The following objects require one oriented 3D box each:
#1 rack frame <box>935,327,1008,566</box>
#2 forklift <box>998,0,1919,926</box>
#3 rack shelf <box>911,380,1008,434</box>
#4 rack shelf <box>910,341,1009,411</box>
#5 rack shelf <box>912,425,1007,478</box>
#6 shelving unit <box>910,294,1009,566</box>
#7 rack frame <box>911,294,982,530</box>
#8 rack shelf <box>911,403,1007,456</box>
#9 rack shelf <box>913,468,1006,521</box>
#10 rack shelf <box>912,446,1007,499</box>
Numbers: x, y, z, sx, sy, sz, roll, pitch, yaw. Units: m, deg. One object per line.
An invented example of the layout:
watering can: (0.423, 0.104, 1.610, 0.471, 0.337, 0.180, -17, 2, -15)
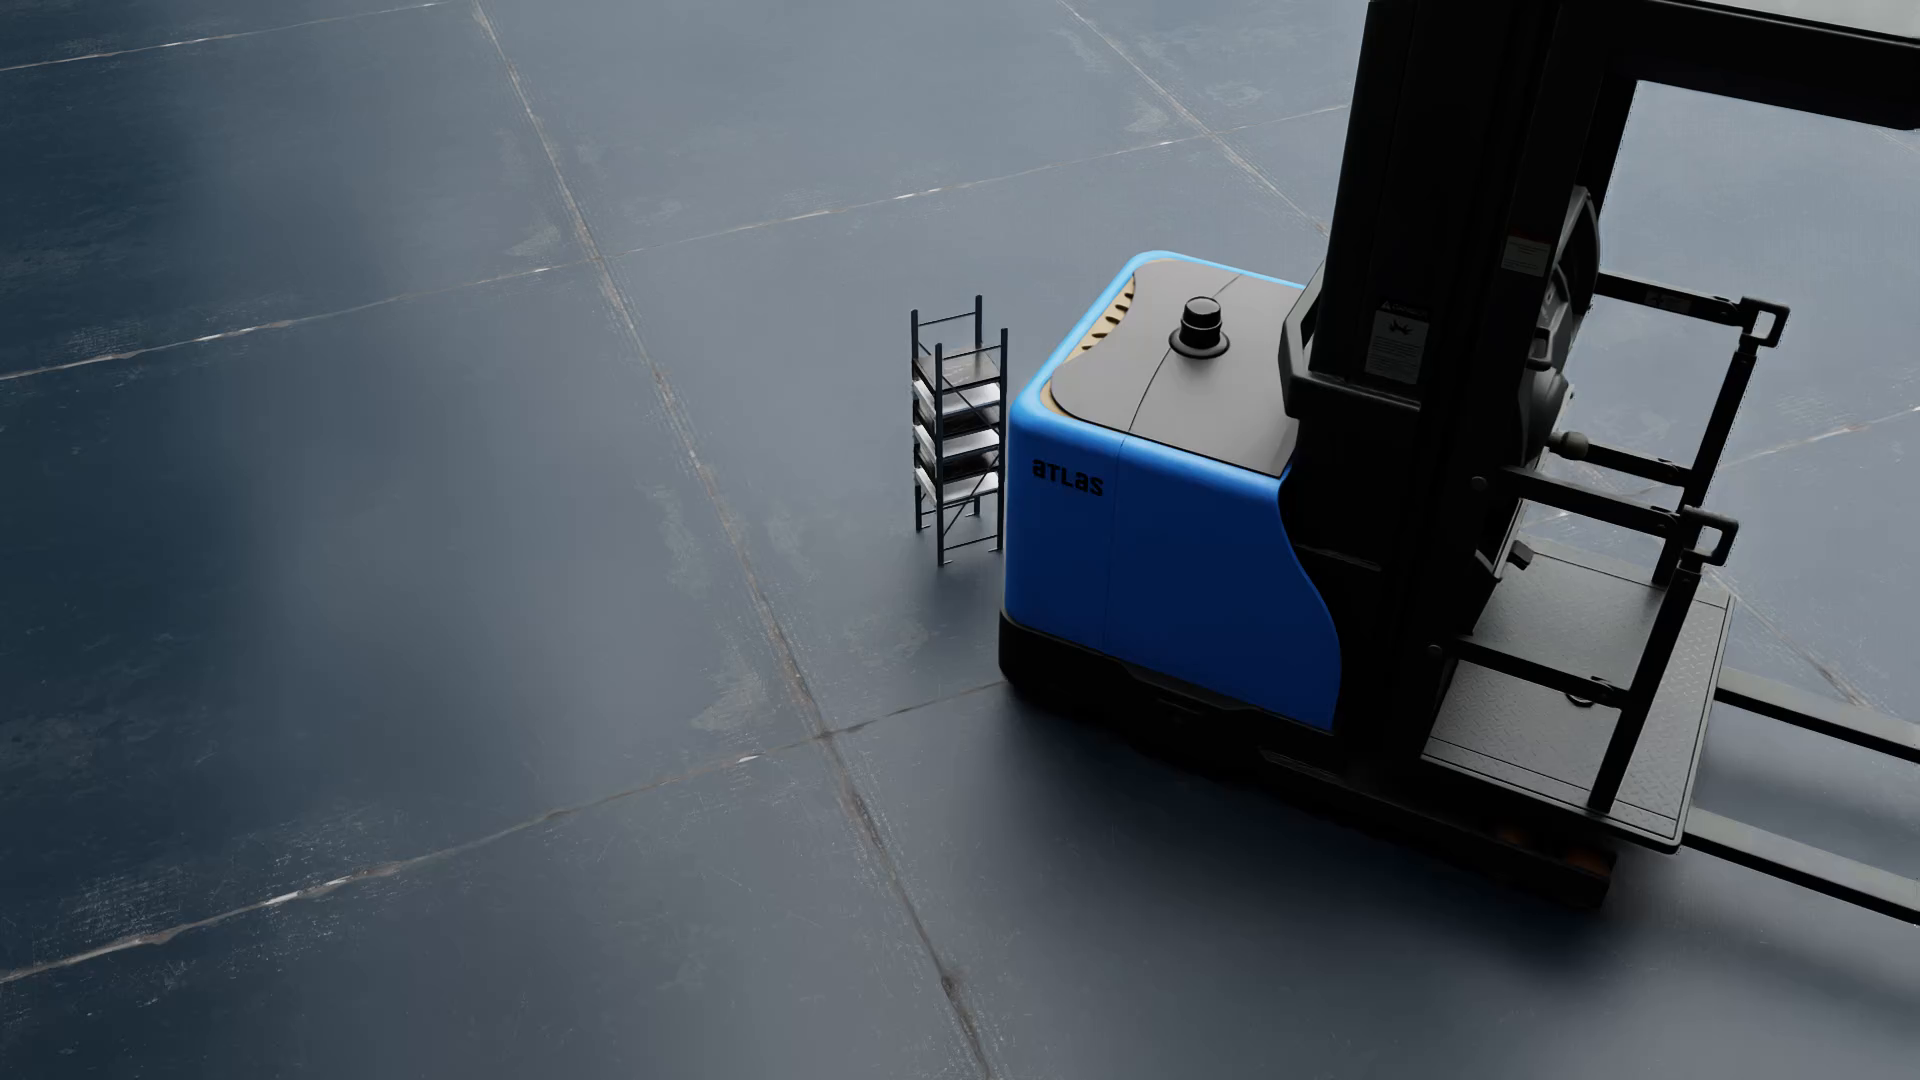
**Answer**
rack frame: (0.036, -0.285, 5.391, 0.240, 0.900, 0.006, -15, 43, -17)
forklift: (1.671, -0.503, 4.087, 3.031, 2.935, 1.130, 18, 44, 20)
rack shelf: (-0.003, -0.457, 5.367, 0.258, 0.077, 0.200, -15, 43, -17)
rack shelf: (-0.003, -0.526, 5.308, 0.258, 0.077, 0.200, -15, 43, -17)
rack shelf: (-0.003, -0.321, 5.484, 0.258, 0.077, 0.200, -15, 43, -17)
shelving unit: (-0.003, -0.346, 5.462, 0.258, 0.900, 0.210, -15, 43, -17)
rack frame: (-0.042, -0.407, 5.534, 0.240, 0.900, 0.006, -15, 43, -17)
rack shelf: (-0.003, -0.389, 5.425, 0.258, 0.077, 0.200, -15, 43, -17)
rack shelf: (-0.003, -0.184, 5.601, 0.258, 0.077, 0.200, -15, 43, -17)
rack shelf: (-0.003, -0.253, 5.543, 0.258, 0.077, 0.200, -15, 43, -17)
